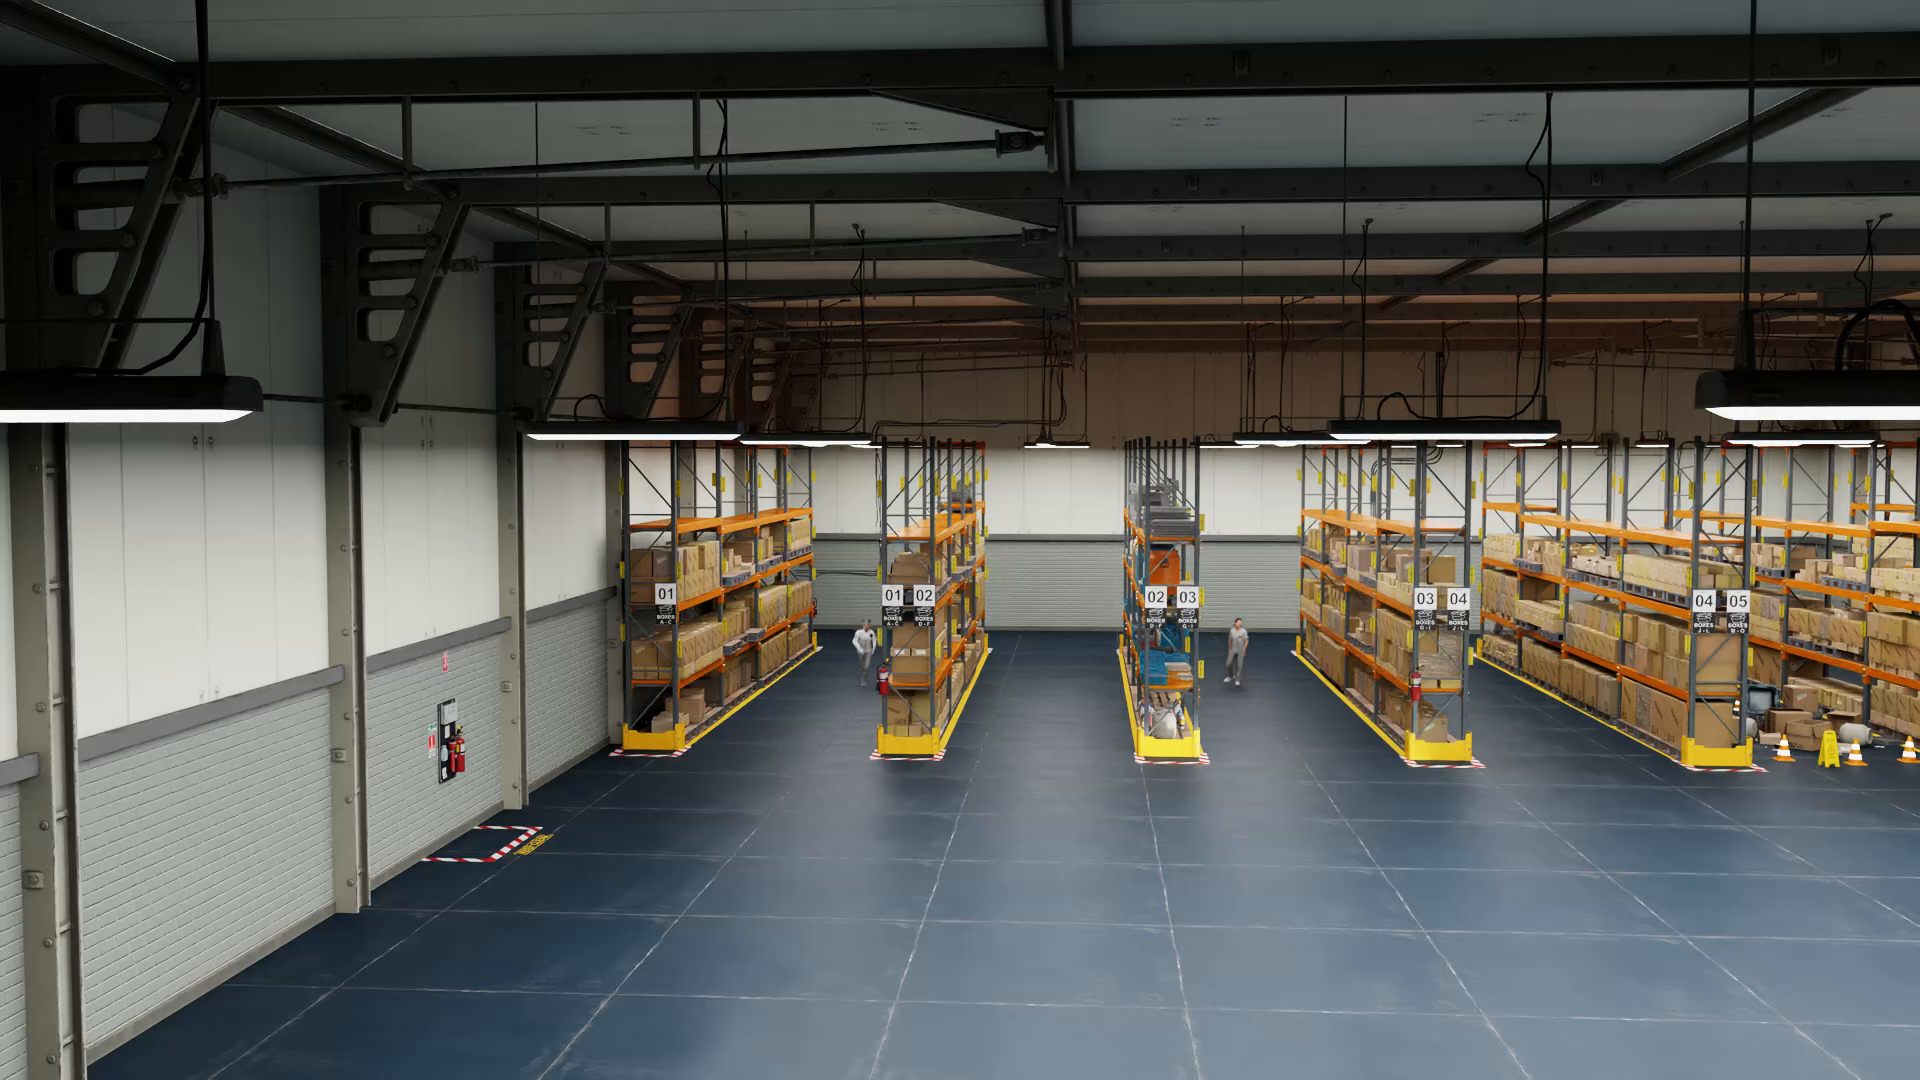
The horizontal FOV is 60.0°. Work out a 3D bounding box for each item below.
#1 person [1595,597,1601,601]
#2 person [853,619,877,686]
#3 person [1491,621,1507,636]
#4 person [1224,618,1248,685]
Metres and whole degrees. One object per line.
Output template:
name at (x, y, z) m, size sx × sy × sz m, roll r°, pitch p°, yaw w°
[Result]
person at (17.192, 2.409, 44.948) m, size 0.693 × 1.752 × 1.007 m, roll -1°, pitch 3°, yaw -19°
person at (-2.327, 2.736, 40.771) m, size 0.604 × 1.641 × 0.609 m, roll 0°, pitch 3°, yaw -4°
person at (15.452, 2.328, 47.560) m, size 0.773 × 1.709 × 0.754 m, roll 2°, pitch 4°, yaw 30°
person at (6.740, 2.737, 40.624) m, size 0.612 × 1.640 × 0.629 m, roll 1°, pitch 3°, yaw 18°
